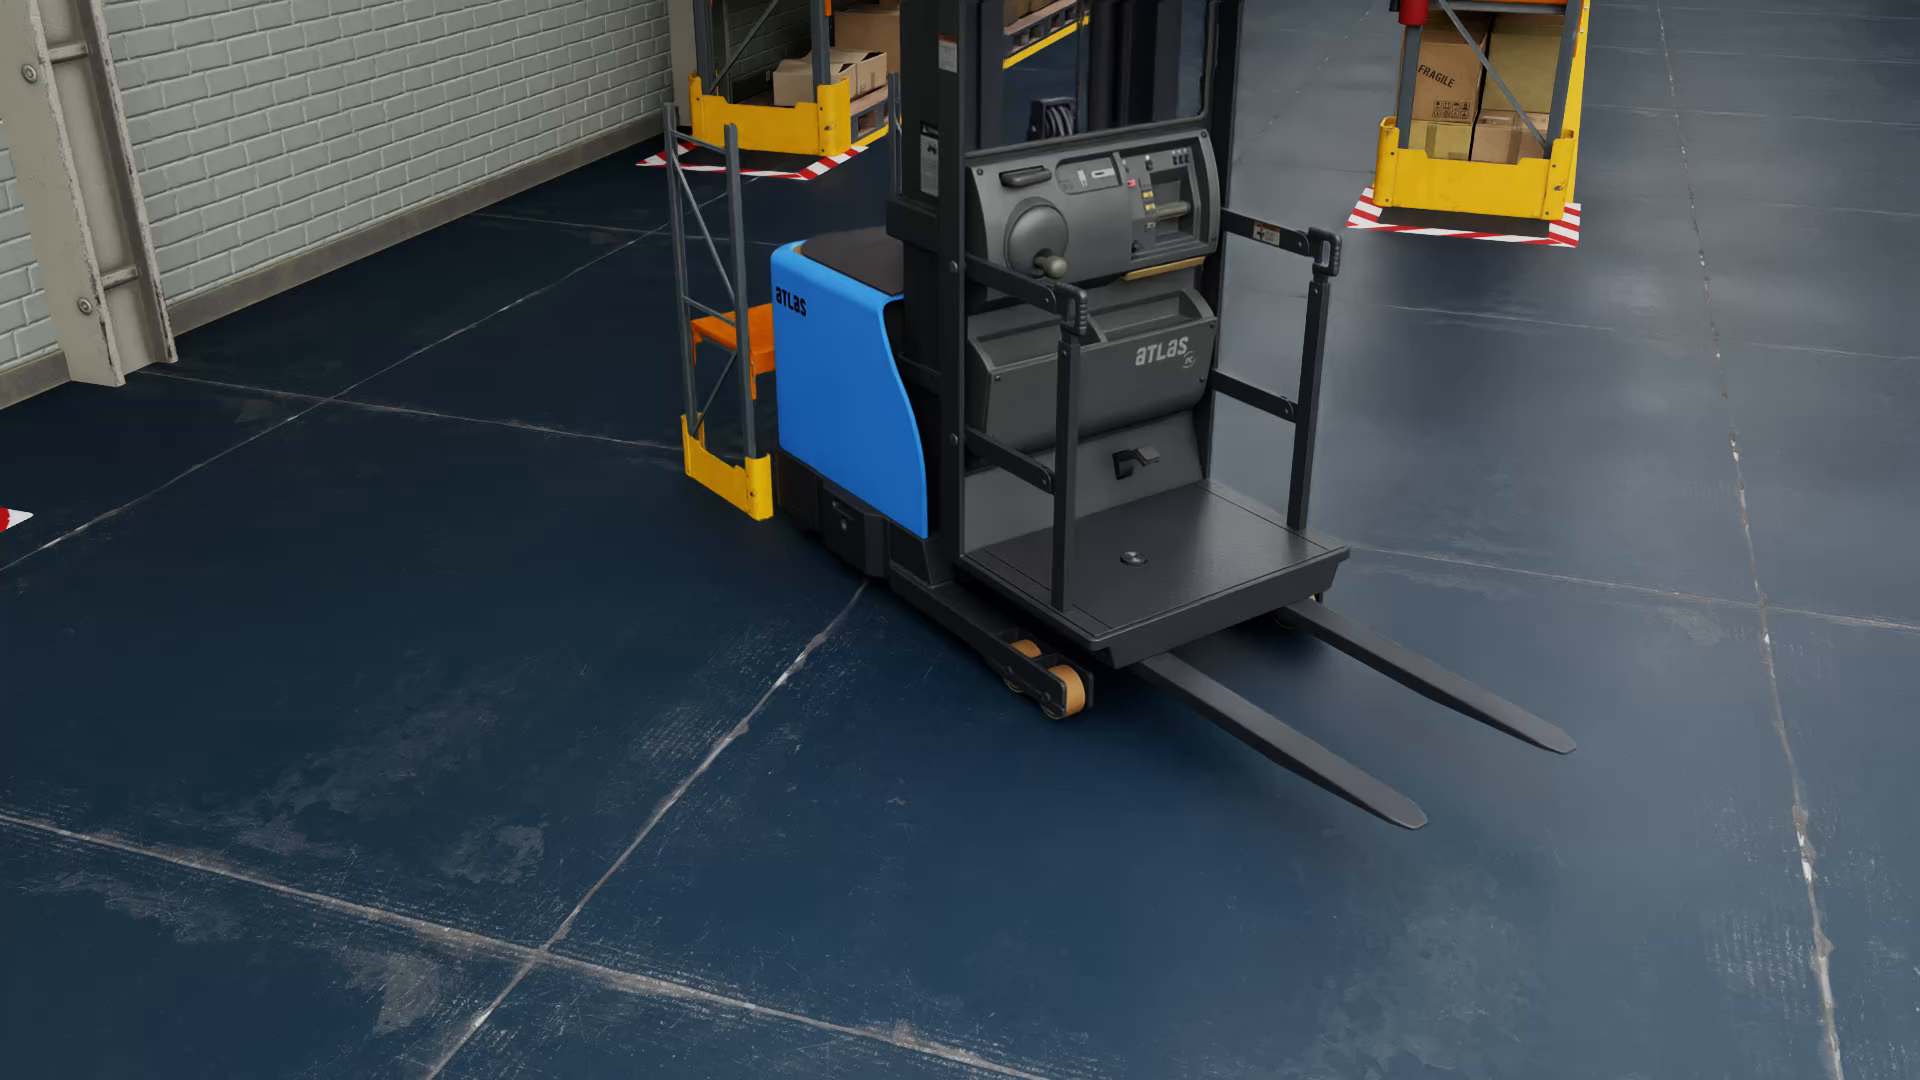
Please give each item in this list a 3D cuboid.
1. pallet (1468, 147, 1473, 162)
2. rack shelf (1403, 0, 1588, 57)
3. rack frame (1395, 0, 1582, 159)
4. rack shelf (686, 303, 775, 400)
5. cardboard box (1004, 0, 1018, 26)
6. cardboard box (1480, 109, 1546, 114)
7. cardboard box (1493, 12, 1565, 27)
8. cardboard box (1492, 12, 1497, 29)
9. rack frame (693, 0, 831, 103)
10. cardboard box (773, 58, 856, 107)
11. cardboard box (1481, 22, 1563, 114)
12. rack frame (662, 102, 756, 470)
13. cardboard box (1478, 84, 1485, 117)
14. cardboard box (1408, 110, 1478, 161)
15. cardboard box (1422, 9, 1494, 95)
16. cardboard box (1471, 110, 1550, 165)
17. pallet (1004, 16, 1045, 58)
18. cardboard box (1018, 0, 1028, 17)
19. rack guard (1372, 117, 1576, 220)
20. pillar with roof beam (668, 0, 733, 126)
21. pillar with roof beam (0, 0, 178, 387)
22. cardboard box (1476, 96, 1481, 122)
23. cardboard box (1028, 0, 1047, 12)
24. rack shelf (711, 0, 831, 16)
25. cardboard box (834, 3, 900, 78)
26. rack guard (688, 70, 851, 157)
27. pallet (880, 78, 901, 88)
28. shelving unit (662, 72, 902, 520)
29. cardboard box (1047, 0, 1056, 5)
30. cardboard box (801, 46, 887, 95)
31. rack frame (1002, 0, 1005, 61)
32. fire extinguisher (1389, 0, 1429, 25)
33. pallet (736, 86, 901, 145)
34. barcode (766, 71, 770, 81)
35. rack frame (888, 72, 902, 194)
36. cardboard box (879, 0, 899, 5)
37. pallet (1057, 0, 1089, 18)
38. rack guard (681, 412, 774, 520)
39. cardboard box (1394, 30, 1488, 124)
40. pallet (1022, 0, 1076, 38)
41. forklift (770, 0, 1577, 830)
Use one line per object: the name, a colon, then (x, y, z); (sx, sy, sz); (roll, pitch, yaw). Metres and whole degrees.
pallet: (3.476, -2.565, 11.306); (1.003, 0.211, 1.213); (9, 27, 17)
rack shelf: (3.927, -3.998, 11.891); (1.077, 0.370, 4.000); (9, 27, 17)
rack frame: (3.261, -3.500, 10.036); (1.000, 3.000, 0.127); (9, 27, 17)
rack shelf: (-0.535, -0.829, 6.653); (1.000, 0.185, 0.538); (-18, 31, -33)
cardboard box: (0.149, -5.238, 15.990); (0.700, 0.500, 0.500); (10, 27, 19)
cardboard box: (3.812, -2.845, 11.358); (0.500, 0.250, 0.500); (9, 27, 17)
cardboard box: (3.968, -3.390, 11.622); (0.500, 0.500, 0.500); (9, 27, 17)
cardboard box: (3.646, -3.671, 12.202); (0.500, 0.500, 0.500); (9, 27, 17)
rack frame: (-1.411, -4.217, 11.517); (1.000, 3.000, 0.127); (9, 27, 17)
cardboard box: (-1.096, -3.476, 12.567); (0.500, 0.311, 0.500); (6, 26, 12)
cardboard box: (3.814, -3.183, 11.194); (0.500, 0.500, 0.500); (9, 27, 17)
rack frame: (-0.940, -0.857, 6.299); (0.032, 1.500, 0.500); (-18, 31, -33)
cardboard box: (3.481, -3.127, 11.941); (0.500, 0.250, 0.500); (9, 27, 17)
cardboard box: (3.161, -2.715, 11.088); (0.500, 0.250, 0.500); (9, 27, 17)
cardboard box: (3.478, -3.465, 11.778); (0.500, 0.500, 0.500); (9, 27, 17)
cardboard box: (3.649, -2.639, 10.933); (0.500, 0.250, 0.500); (9, 27, 17)
pallet: (0.177, -4.926, 16.181); (1.003, 0.211, 1.213); (9, 27, 17)
cardboard box: (0.274, -5.458, 16.444); (0.700, 0.500, 0.500); (8, 27, 16)
rack guard: (3.253, -2.365, 10.561); (1.175, 0.500, 0.348); (9, 27, 17)
pillar with roof beam: (2.065, -6.706, 9.773); (9.100, 9.000, 0.400); (9, 27, 17)
pillar with roof beam: (0.069, -4.240, 4.681); (9.100, 9.000, 0.400); (9, 27, 17)
cardboard box: (3.316, -2.922, 11.516); (0.500, 0.250, 0.500); (9, 27, 17)
cardboard box: (0.481, -5.662, 16.865); (0.700, 0.500, 0.500); (9, 27, 18)
rack shelf: (-0.746, -4.715, 13.371); (1.077, 0.370, 4.000); (9, 27, 17)
cardboard box: (-0.615, -4.089, 13.618); (0.700, 0.500, 0.500); (7, 27, 14)
rack guard: (-1.386, -3.123, 12.126); (1.175, 0.500, 0.348); (9, 27, 17)
pallet: (-0.675, -3.821, 13.900); (1.003, 0.211, 1.213); (9, 27, 17)
shelving unit: (-0.527, -0.993, 6.580); (1.083, 1.500, 0.587); (-18, 31, -33)
cardboard box: (0.641, -5.871, 17.296); (0.700, 0.500, 0.500); (9, 27, 17)
cardboard box: (-0.907, -3.710, 13.051); (0.500, 0.311, 0.500); (11, 28, 22)
rack frame: (-0.080, -5.860, 14.912); (1.000, 3.000, 0.127); (9, 27, 17)
fire extinguisher: (2.784, -3.484, 10.092); (0.296, 0.674, 0.183); (9, 27, 17)
pallet: (-1.082, -3.322, 12.868); (1.003, 0.211, 1.213); (9, 27, 17)
barcode: (-1.467, -3.545, 12.700); (0.001, 0.075, 0.075); (9, 27, 17)
rack frame: (-0.129, -1.124, 6.851); (0.032, 1.500, 0.500); (-18, 31, -33)
cardboard box: (-0.388, -4.501, 14.468); (0.500, 0.500, 0.500); (7, 27, 14)
pallet: (0.989, -5.928, 18.252); (1.003, 0.211, 1.213); (9, 27, 17)
rack guard: (-0.925, -0.300, 6.582); (0.087, 0.250, 0.587); (-18, 31, -33)
cardboard box: (3.159, -3.052, 10.925); (0.500, 0.500, 0.500); (9, 27, 17)
pallet: (0.582, -5.429, 17.220); (1.003, 0.211, 1.213); (9, 27, 17)
forklift: (0.557, -1.008, 4.968); (1.130, 2.935, 3.031); (-17, 31, -31)
